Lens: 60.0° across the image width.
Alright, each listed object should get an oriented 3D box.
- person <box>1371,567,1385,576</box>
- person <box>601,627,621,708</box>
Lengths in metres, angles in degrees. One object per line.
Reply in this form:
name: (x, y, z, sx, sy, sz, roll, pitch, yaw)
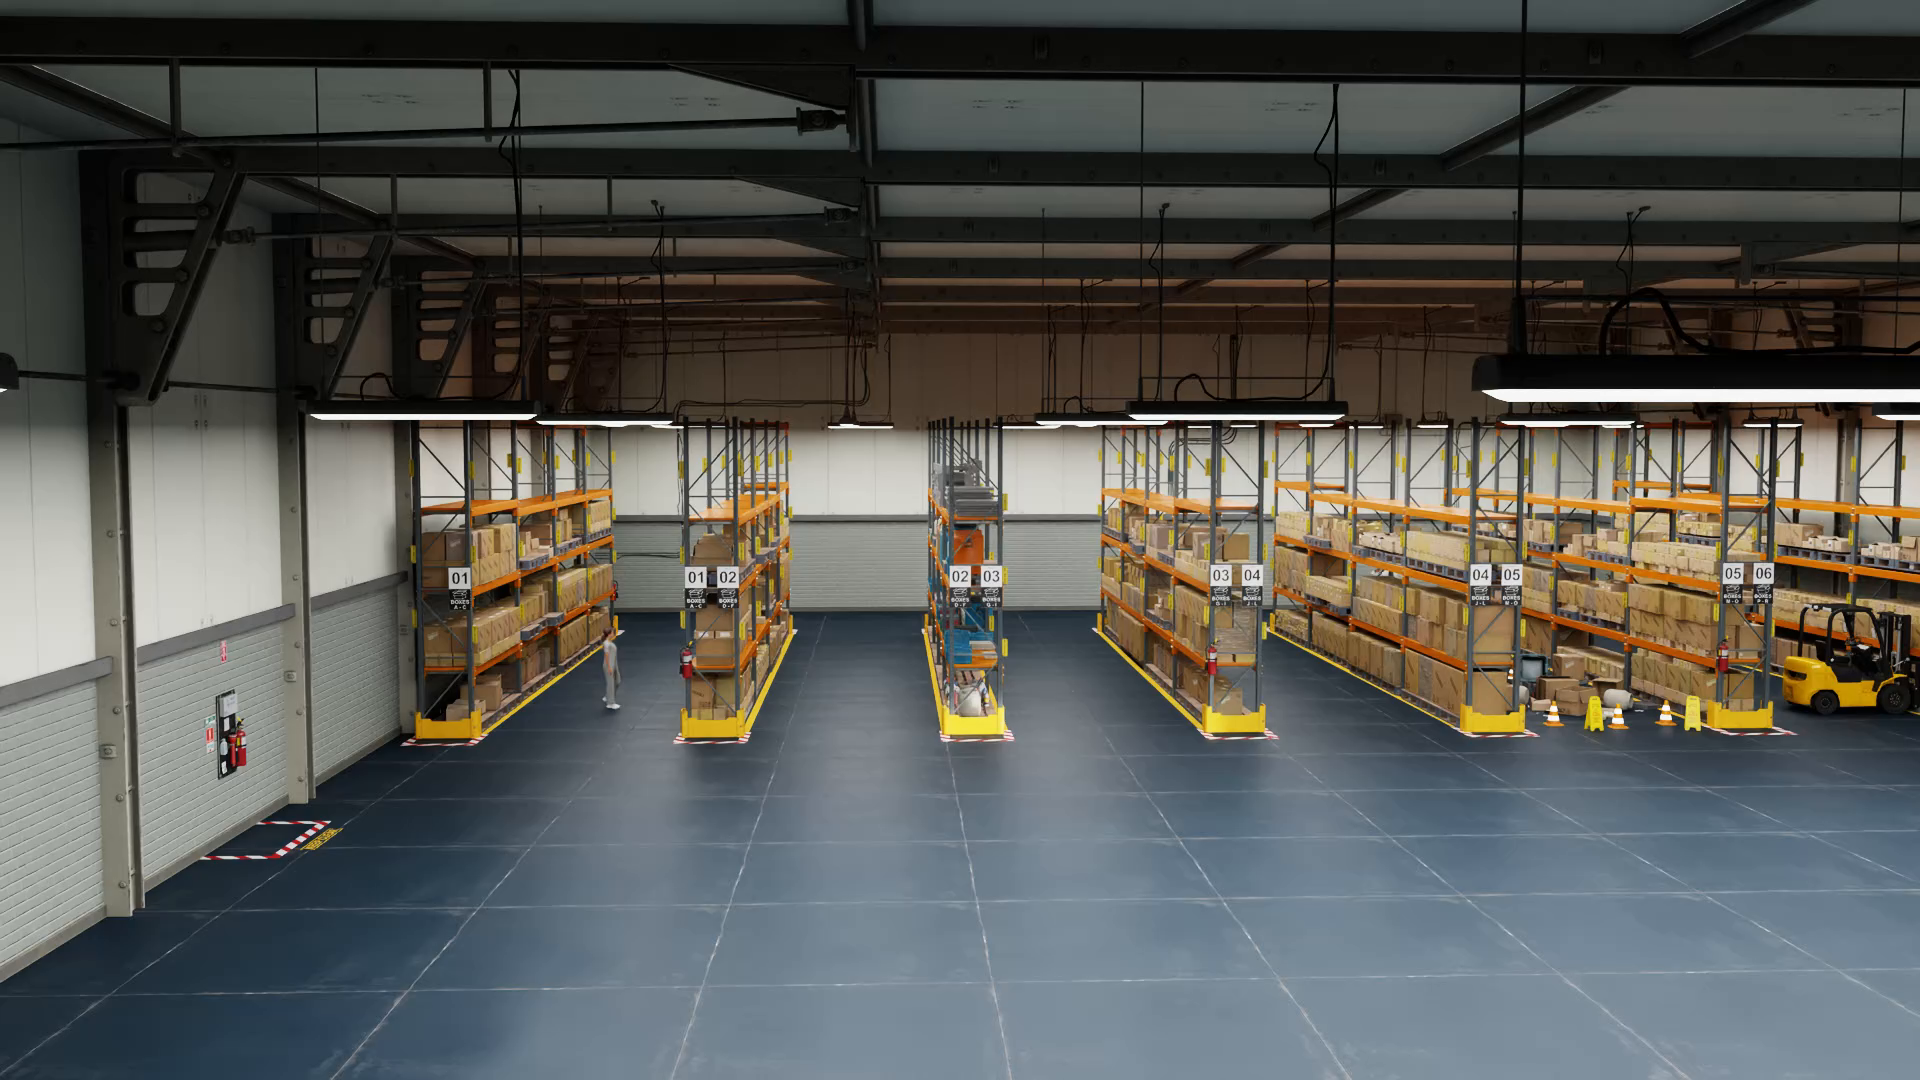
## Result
person: (12.809, 1.525, 50.981, 1.010, 1.741, 0.622, -1, 4, -19)
person: (-7.258, 2.644, 34.530, 0.495, 1.681, 0.514, 0, 4, 8)
